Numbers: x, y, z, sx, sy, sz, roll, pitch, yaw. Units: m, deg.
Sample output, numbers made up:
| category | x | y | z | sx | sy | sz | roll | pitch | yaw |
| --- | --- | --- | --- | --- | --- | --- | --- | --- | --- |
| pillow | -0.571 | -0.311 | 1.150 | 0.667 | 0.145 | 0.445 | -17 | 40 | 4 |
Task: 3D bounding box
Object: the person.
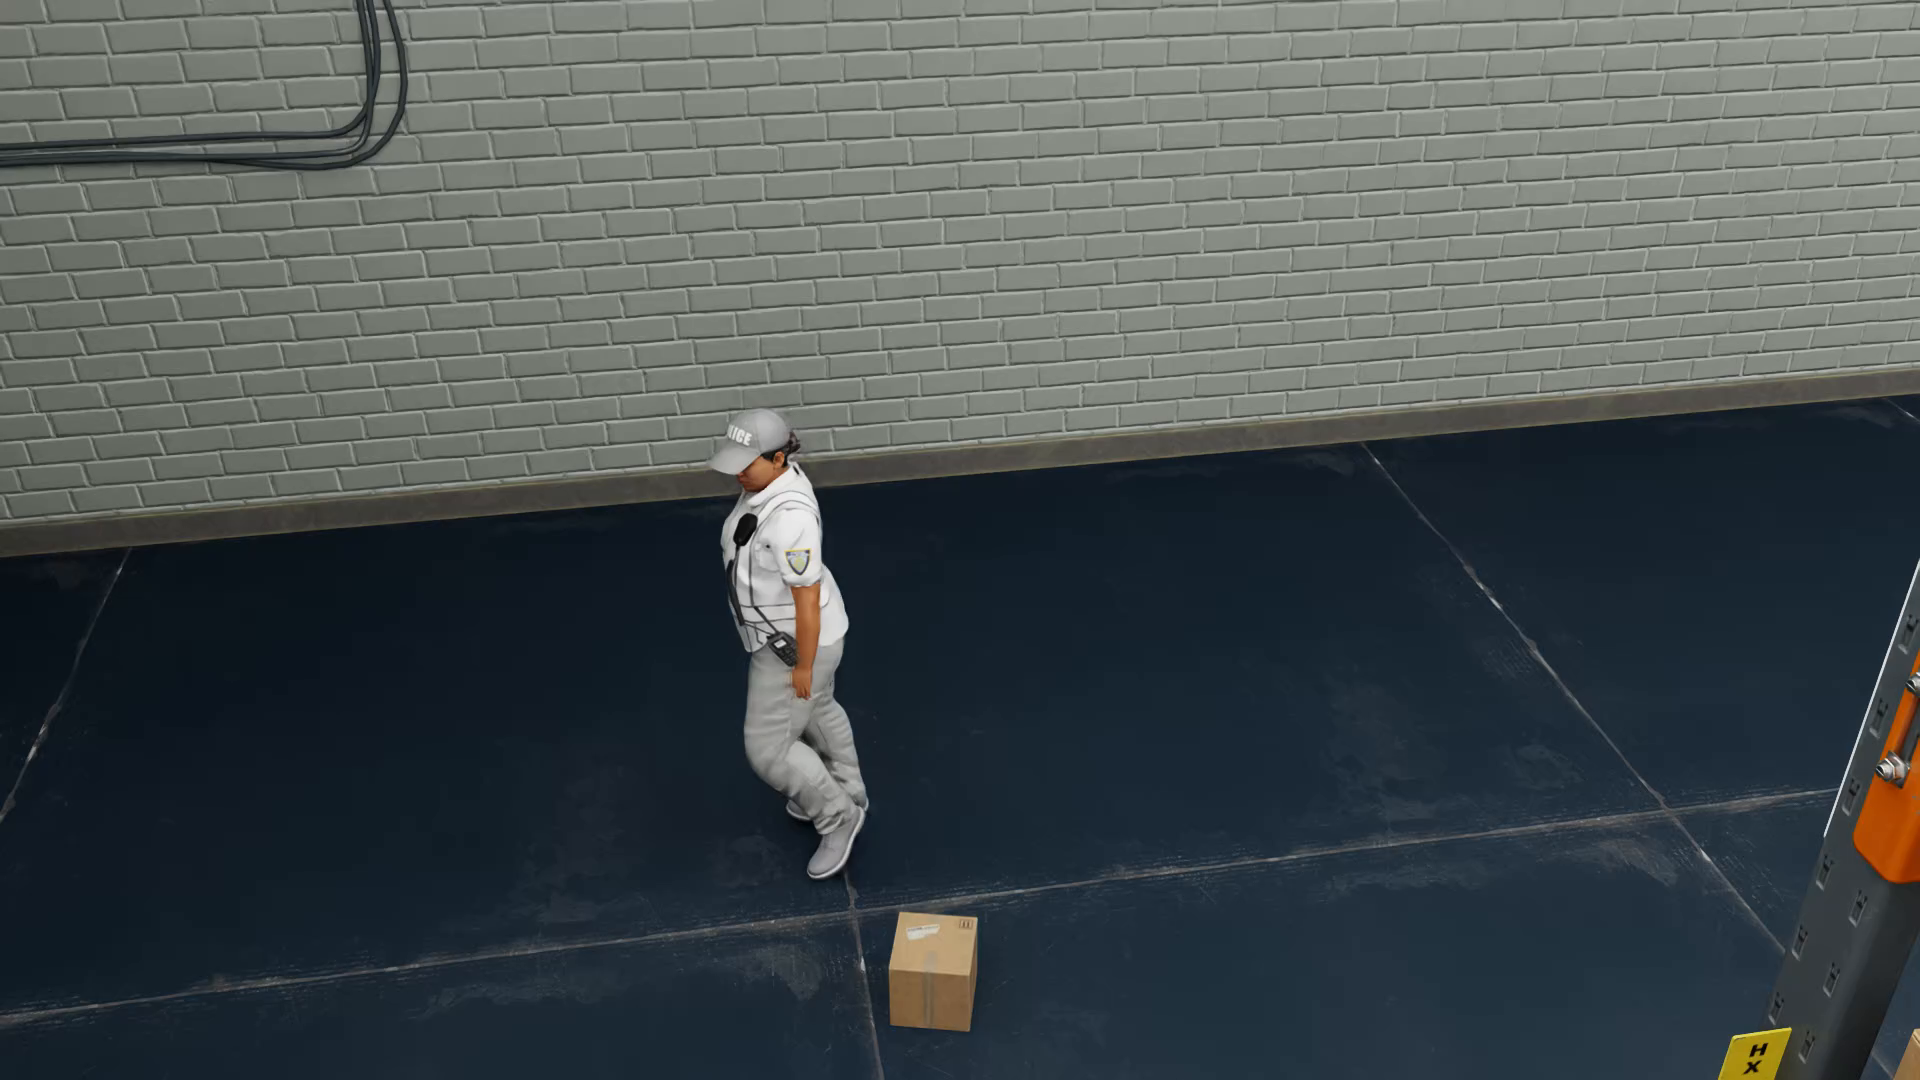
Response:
| category | x | y | z | sx | sy | sz | roll | pitch | yaw |
| --- | --- | --- | --- | --- | --- | --- | --- | --- | --- |
| person | -0.553 | 0.329 | 5.552 | 0.476 | 1.653 | 0.578 | -6 | 31 | -9 |
